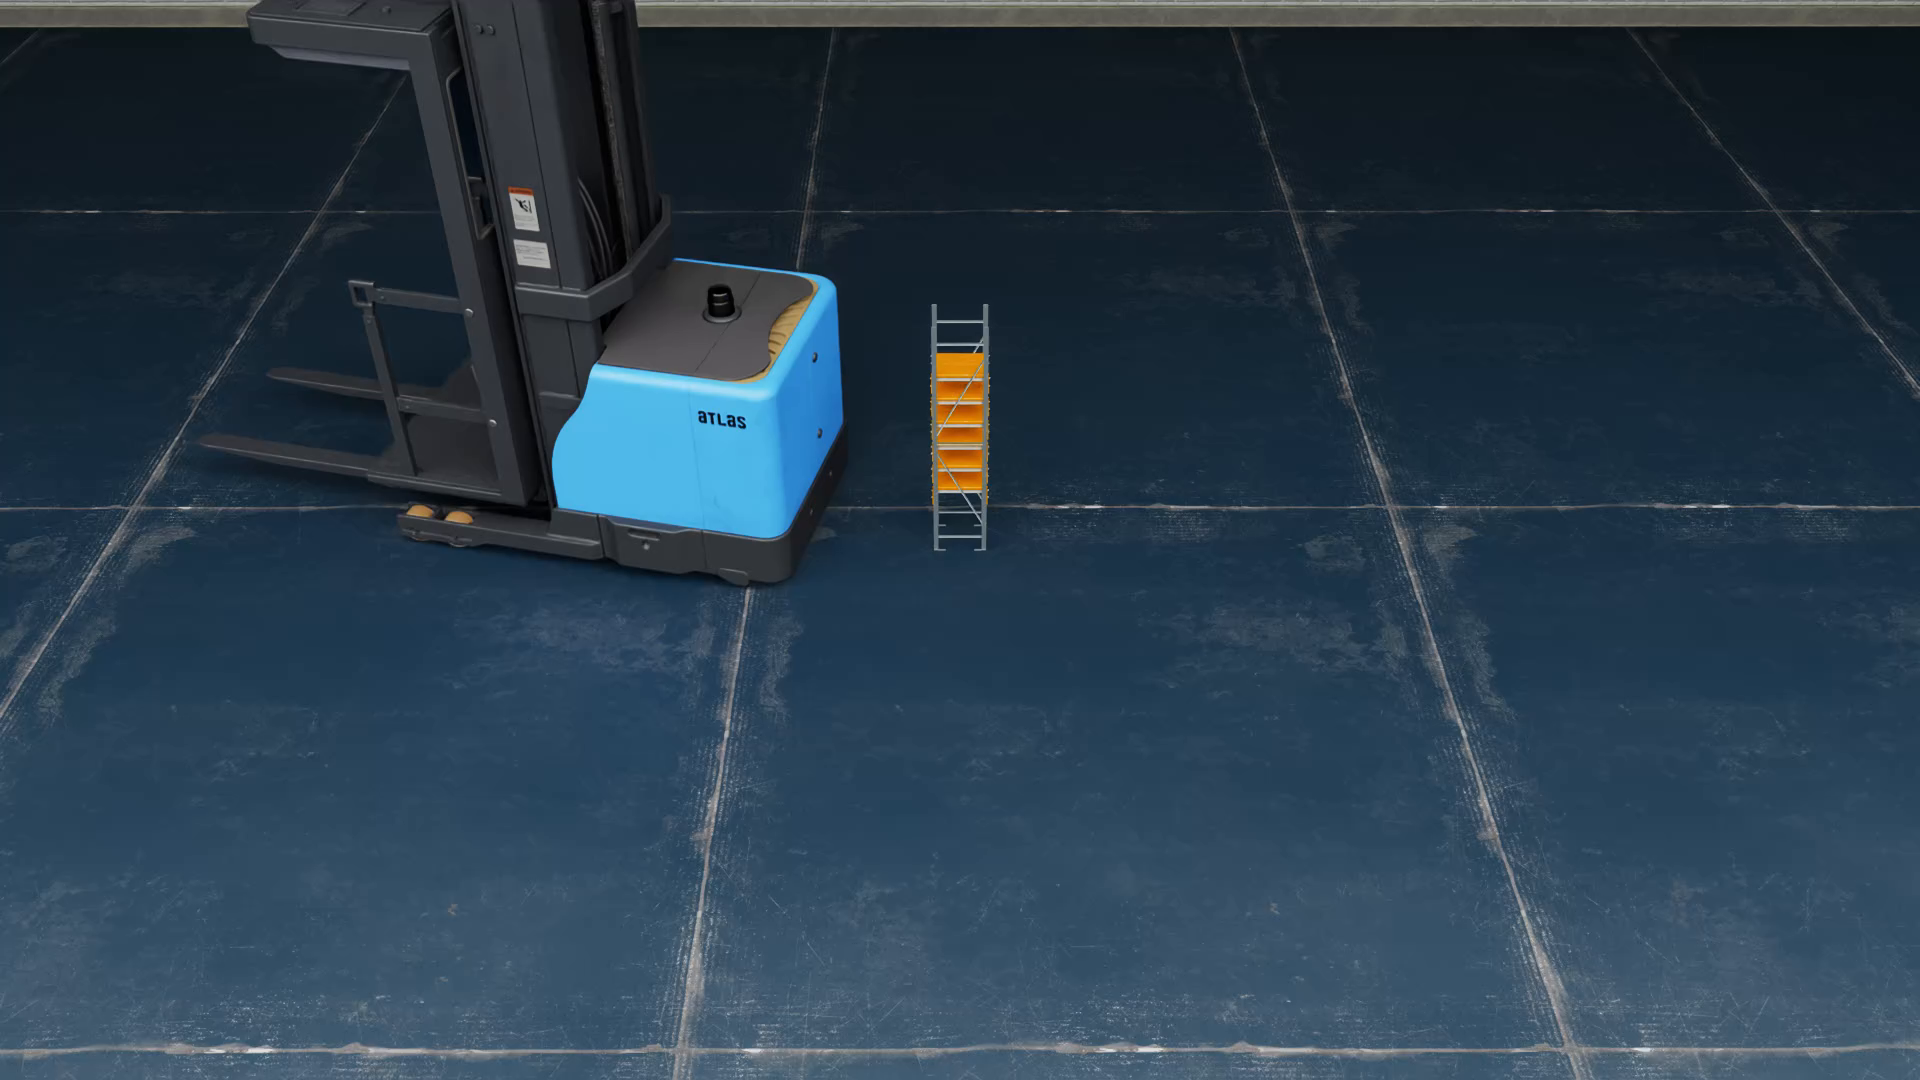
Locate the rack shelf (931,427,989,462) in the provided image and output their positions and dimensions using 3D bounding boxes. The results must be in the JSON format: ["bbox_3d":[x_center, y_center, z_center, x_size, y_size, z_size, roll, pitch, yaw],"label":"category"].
[{"bbox_3d":[0.000,-0.443,7.414,0.258,0.103,0.180,0,39,0],"label":"rack shelf"}]

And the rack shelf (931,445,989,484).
[{"bbox_3d":[0.000,-0.349,7.489,0.258,0.103,0.180,0,39,0],"label":"rack shelf"}]

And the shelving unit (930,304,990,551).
[{"bbox_3d":[0.000,-0.477,7.386,0.258,1.200,0.189,0,39,0],"label":"shelving unit"}]

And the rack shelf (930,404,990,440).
[{"bbox_3d":[0.000,-0.536,7.339,0.258,0.103,0.180,0,39,0],"label":"rack shelf"}]

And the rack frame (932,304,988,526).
[{"bbox_3d":[0.000,-0.534,7.457,0.240,1.200,0.006,0,39,0],"label":"rack frame"}]

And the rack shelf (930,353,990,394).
[{"bbox_3d":[0.000,-0.724,7.189,0.258,0.103,0.180,0,39,0],"label":"rack shelf"}]

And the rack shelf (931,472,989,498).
[{"bbox_3d":[0.000,-0.255,7.564,0.258,0.103,0.180,0,39,0],"label":"rack shelf"}]

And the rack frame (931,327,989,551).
[{"bbox_3d":[0.000,-0.420,7.315,0.240,1.200,0.006,0,39,0],"label":"rack frame"}]

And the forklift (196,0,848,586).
[{"bbox_3d":[-2.118,-1.422,7.181,3.031,2.935,1.130,8,39,10],"label":"forklift"}]

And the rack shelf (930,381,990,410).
[{"bbox_3d":[0.000,-0.630,7.264,0.258,0.103,0.180,0,39,0],"label":"rack shelf"}]
